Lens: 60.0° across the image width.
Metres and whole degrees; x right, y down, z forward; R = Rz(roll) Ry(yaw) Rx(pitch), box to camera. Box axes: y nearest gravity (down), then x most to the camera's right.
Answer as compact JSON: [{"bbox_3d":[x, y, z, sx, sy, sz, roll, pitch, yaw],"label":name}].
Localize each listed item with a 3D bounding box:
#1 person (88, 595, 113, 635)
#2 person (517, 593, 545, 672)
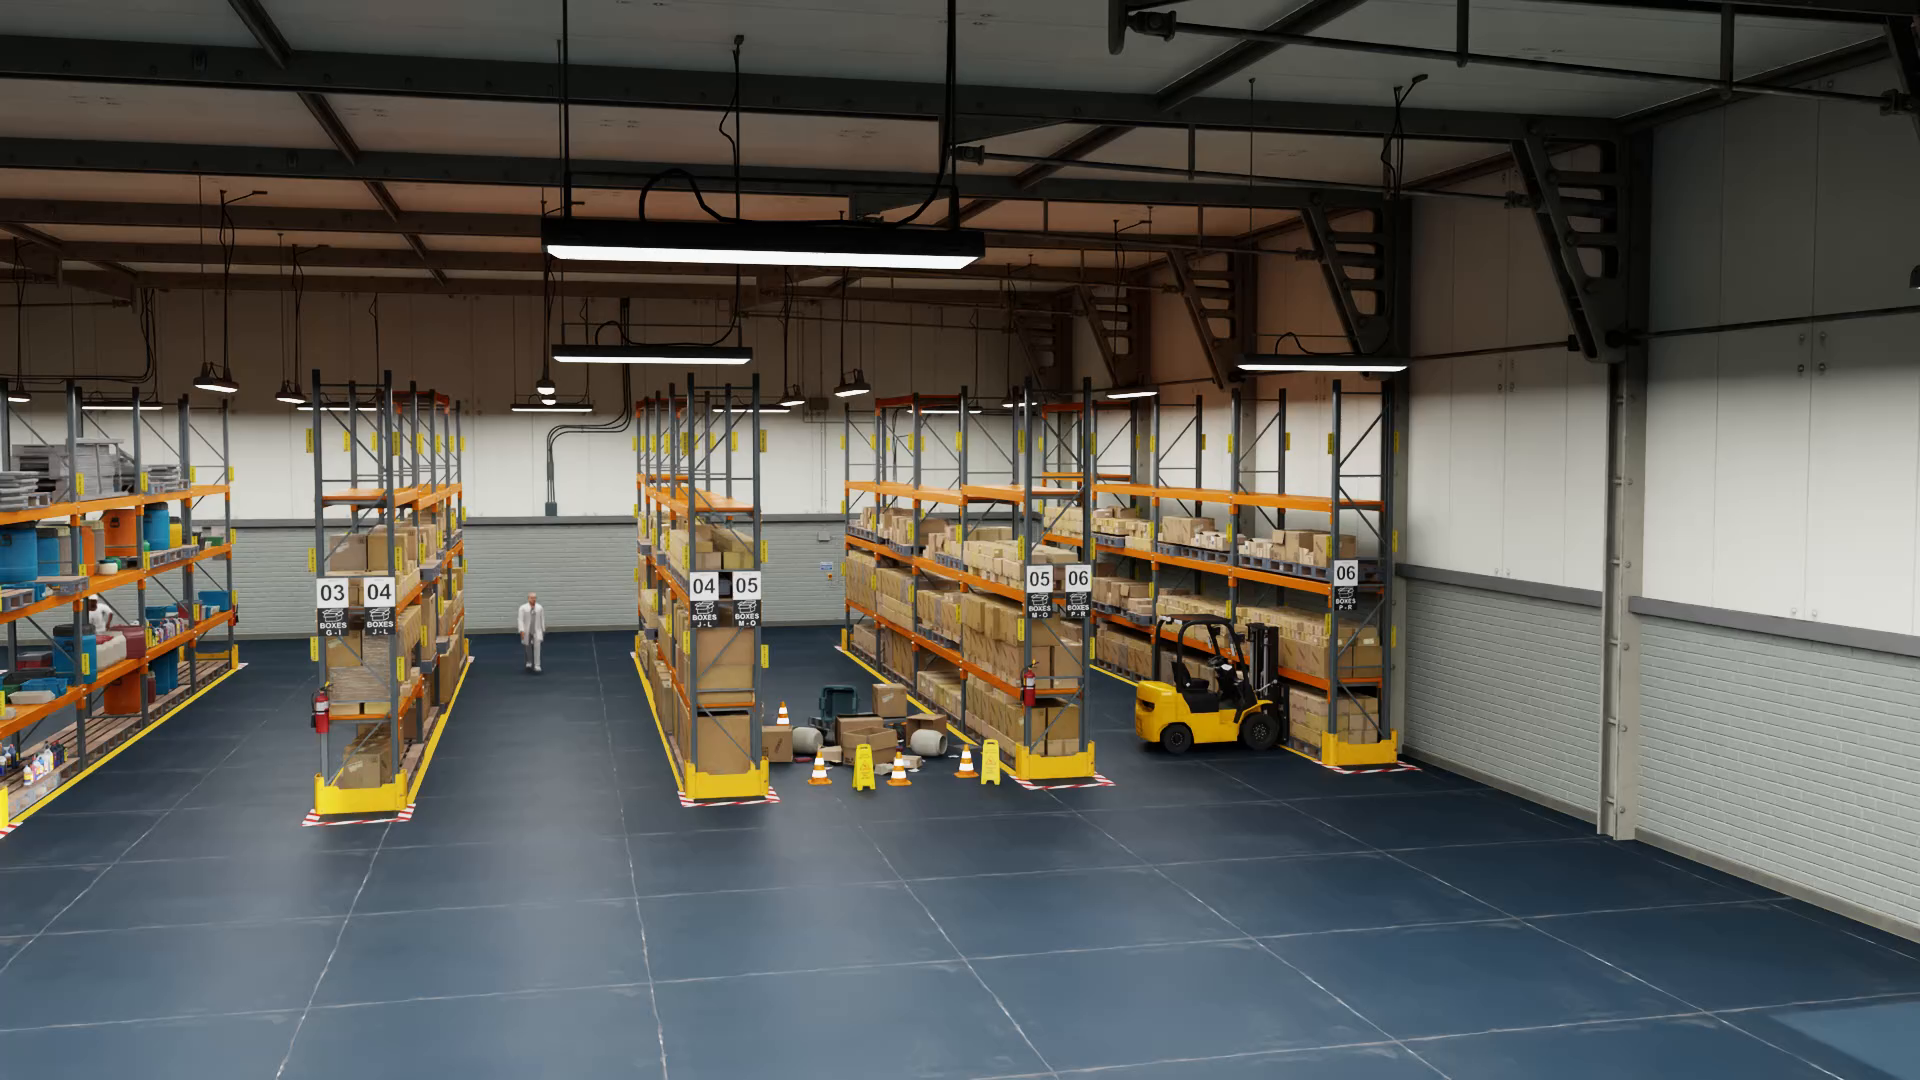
[{"bbox_3d":[-19.378,2.021,37.242,0.661,1.664,0.698,0,3,-5],"label":"person"},{"bbox_3d":[-9.426,2.016,36.555,0.592,1.716,1.171,-1,3,-17],"label":"person"}]
